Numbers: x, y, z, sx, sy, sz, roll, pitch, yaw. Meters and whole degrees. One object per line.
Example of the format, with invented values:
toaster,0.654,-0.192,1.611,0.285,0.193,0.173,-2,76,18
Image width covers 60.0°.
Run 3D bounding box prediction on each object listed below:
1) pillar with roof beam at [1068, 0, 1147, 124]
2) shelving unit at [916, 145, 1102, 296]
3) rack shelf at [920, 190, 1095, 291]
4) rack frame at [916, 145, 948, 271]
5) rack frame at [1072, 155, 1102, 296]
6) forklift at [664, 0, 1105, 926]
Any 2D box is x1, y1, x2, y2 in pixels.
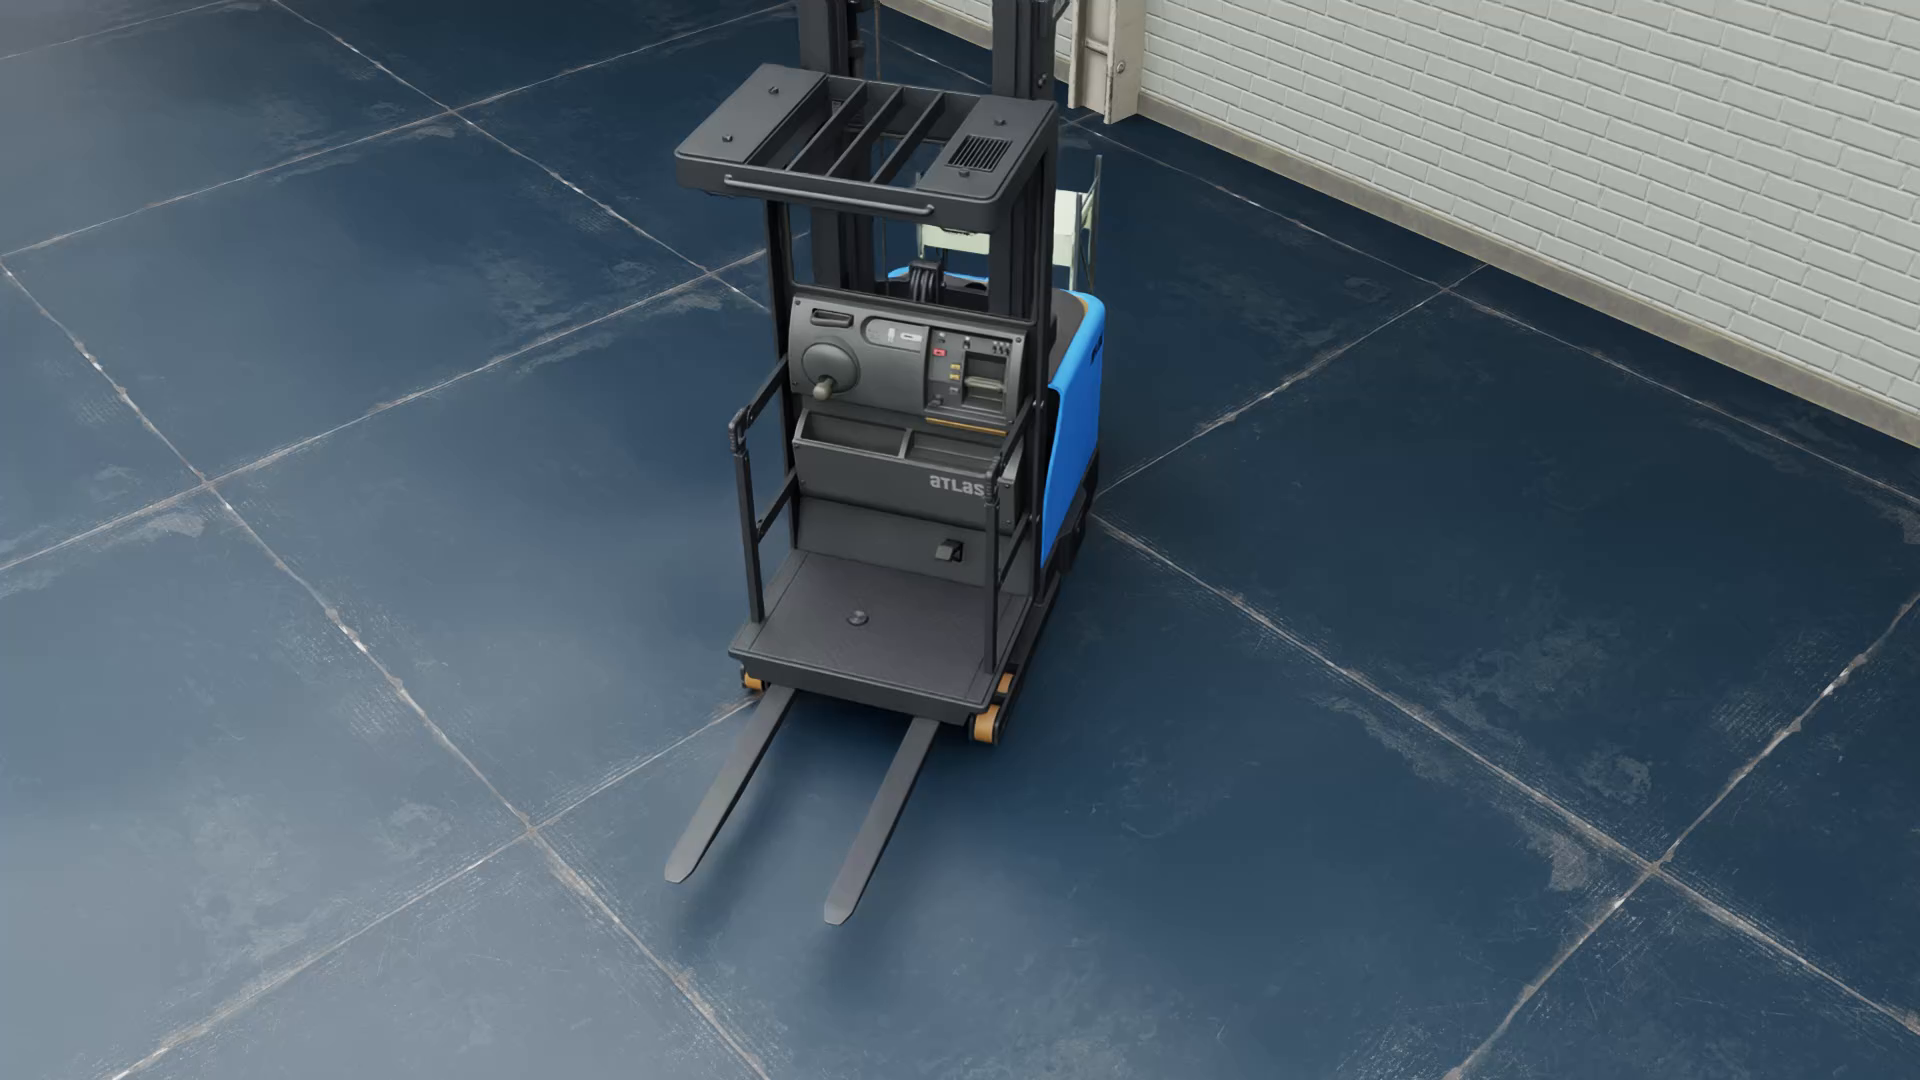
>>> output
pillar with roof beam,-2.186,-4.631,6.322,9.100,9.000,0.400,-30,48,-32
shelving unit,0.224,-1.104,7.923,0.755,1.500,0.431,11,40,13
rack shelf,0.224,-1.408,7.678,0.720,0.370,0.431,11,40,13
rack frame,-0.126,-1.172,8.007,0.023,1.500,0.400,11,40,13
rack frame,0.573,-1.036,7.839,0.023,1.500,0.400,11,40,13
forklift,-0.273,-0.603,6.164,1.130,2.935,3.031,11,40,14
